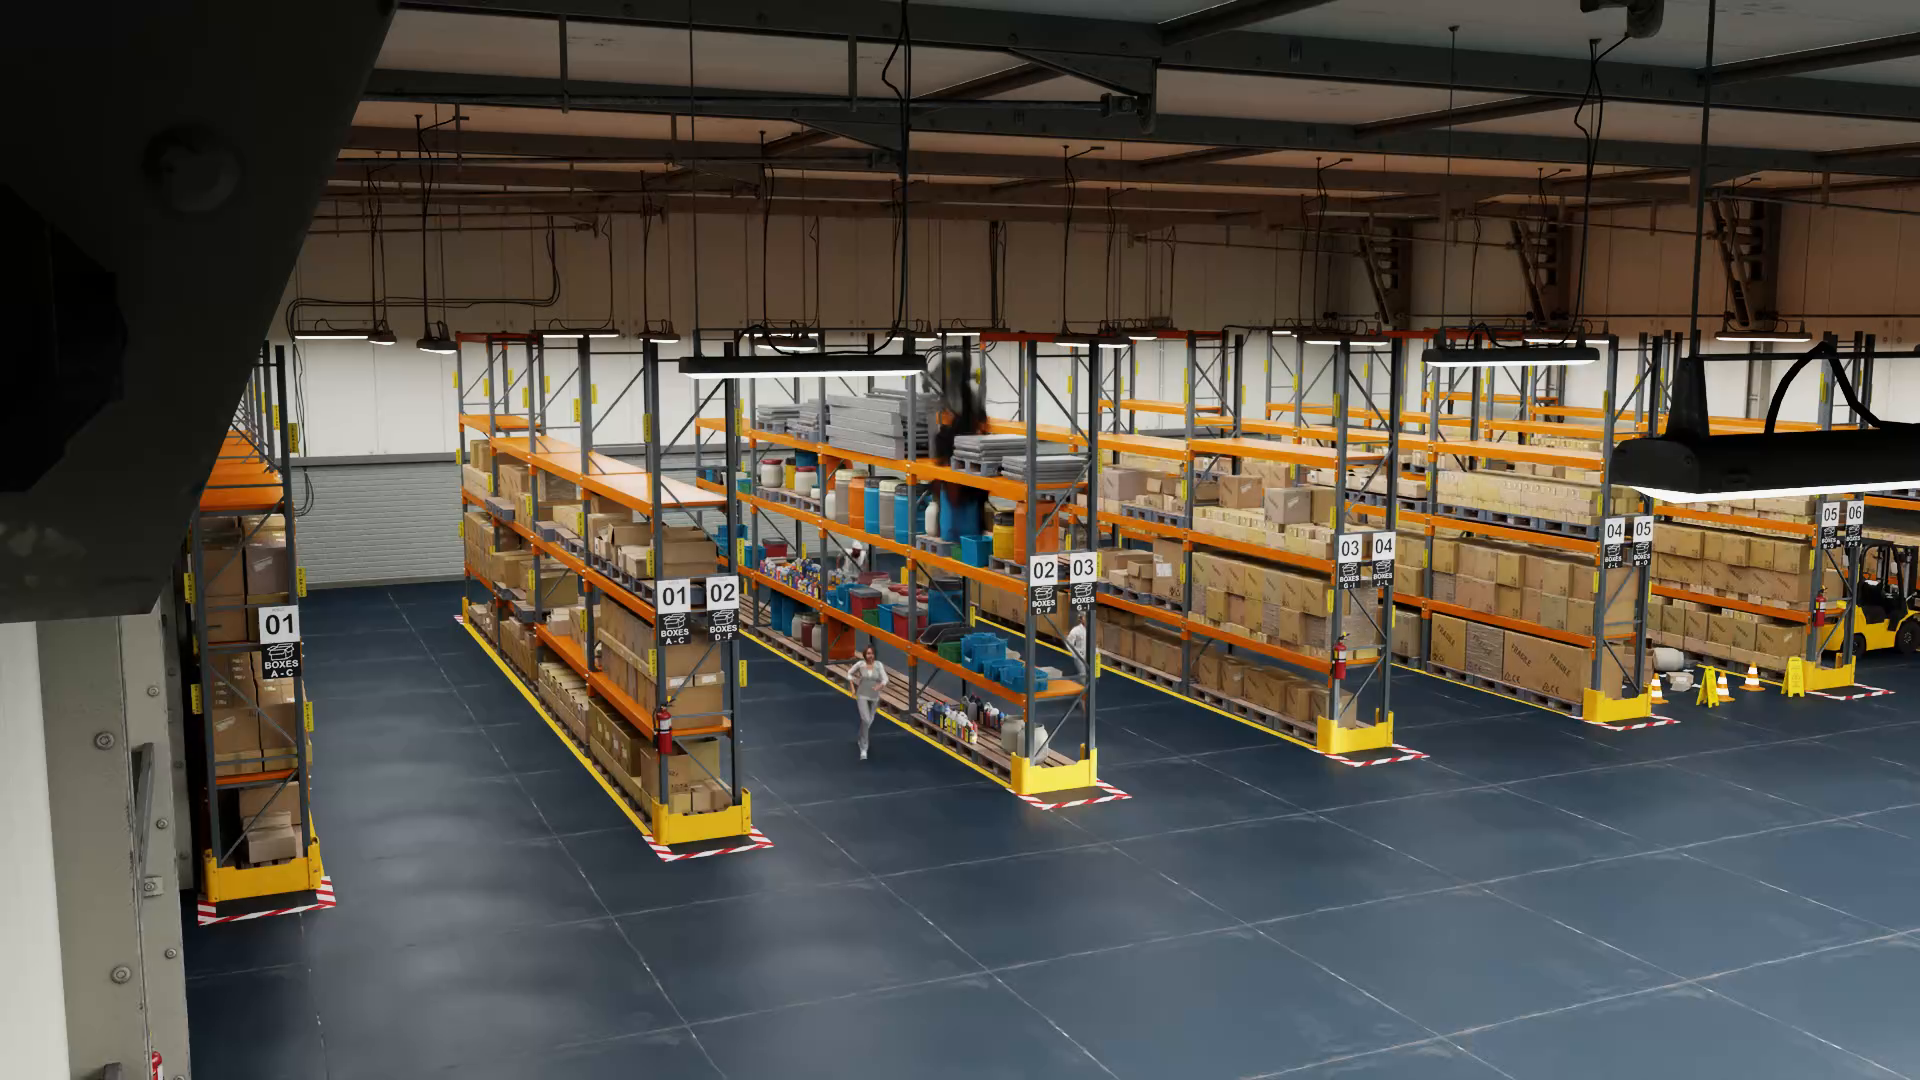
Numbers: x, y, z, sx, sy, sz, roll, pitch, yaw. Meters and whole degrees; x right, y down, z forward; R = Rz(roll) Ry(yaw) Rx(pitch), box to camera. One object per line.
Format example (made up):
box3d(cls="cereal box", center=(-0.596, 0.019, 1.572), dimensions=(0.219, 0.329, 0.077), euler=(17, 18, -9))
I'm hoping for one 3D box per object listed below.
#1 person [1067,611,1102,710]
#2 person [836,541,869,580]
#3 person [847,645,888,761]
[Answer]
box3d(cls="person", center=(2.003, 1.914, 26.844), dimensions=(0.616, 1.660, 0.554), euler=(-4, 9, -29))
box3d(cls="person", center=(-2.325, 0.779, 35.492), dimensions=(0.692, 1.613, 1.127), euler=(-3, 8, -21))
box3d(cls="person", center=(-1.320, 2.313, 24.038), dimensions=(0.548, 1.631, 0.717), euler=(-3, 8, -19))
